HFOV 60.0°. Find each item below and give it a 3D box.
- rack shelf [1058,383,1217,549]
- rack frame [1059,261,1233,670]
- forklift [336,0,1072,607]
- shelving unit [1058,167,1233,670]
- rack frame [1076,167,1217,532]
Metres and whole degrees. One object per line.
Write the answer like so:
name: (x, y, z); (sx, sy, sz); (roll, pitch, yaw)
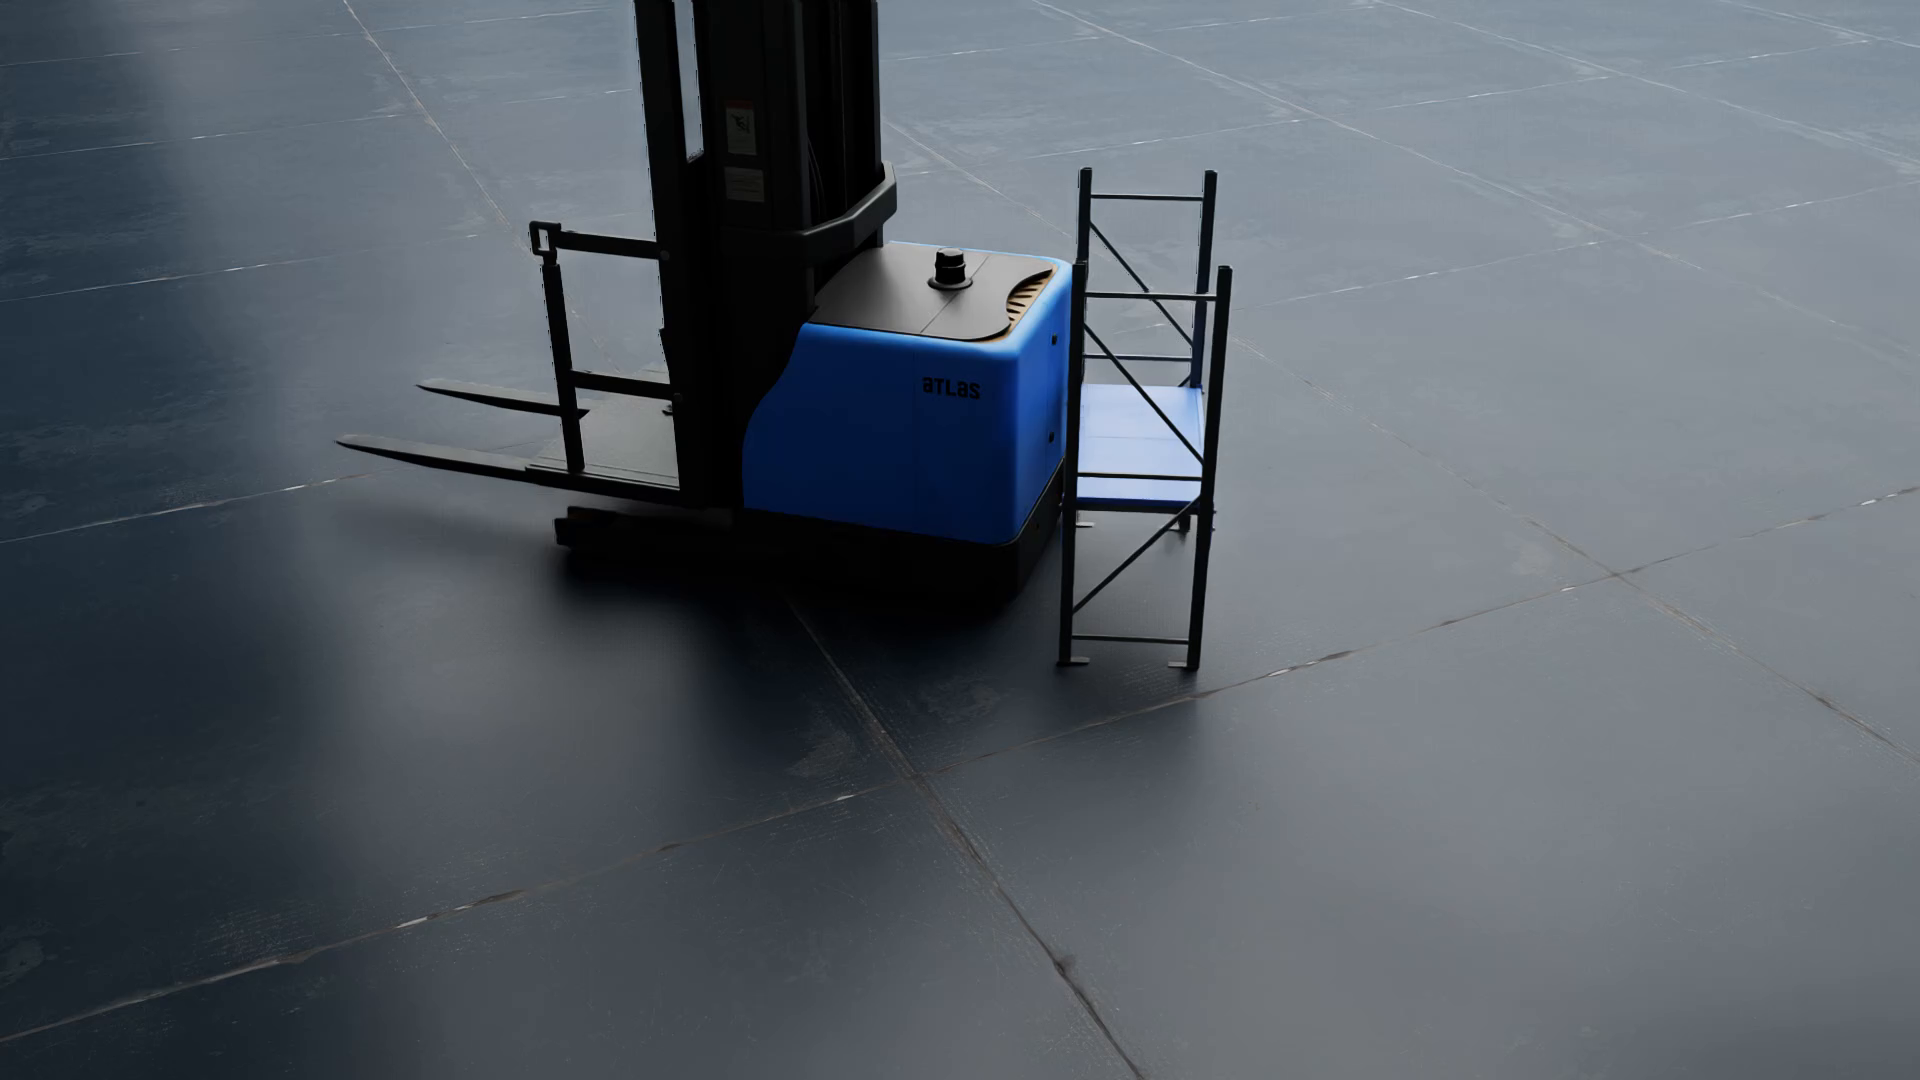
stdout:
rack shelf: (0.649, -0.301, 6.122); (0.538, 0.185, 1.000); (2, 29, 4)
rack frame: (0.604, -0.211, 5.592); (0.500, 1.500, 0.032); (2, 29, 4)
forklift: (-1.102, -1.435, 6.313); (3.031, 2.935, 1.130); (9, 30, 15)
shelving unit: (0.649, -0.458, 6.034); (0.538, 1.500, 1.048); (2, 29, 4)
rack frame: (0.693, -0.706, 6.476); (0.500, 1.500, 0.032); (2, 29, 4)
